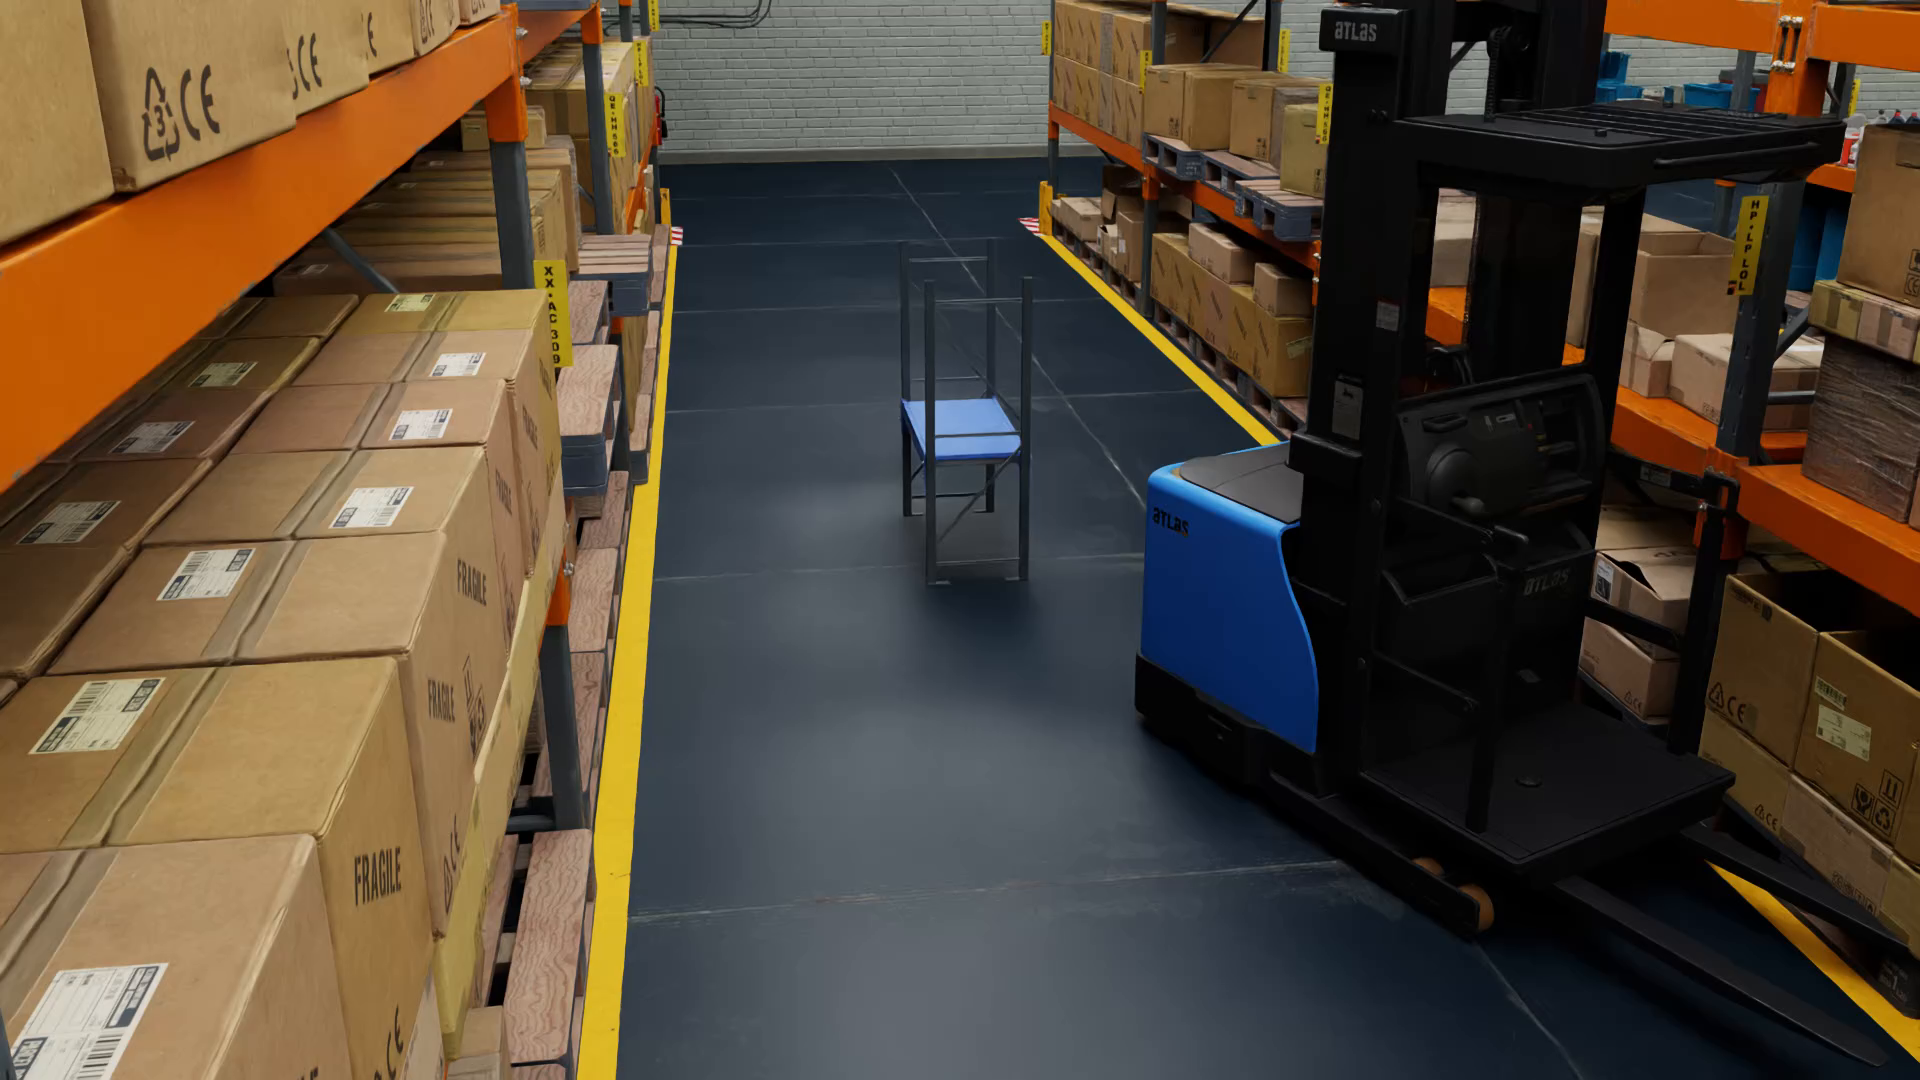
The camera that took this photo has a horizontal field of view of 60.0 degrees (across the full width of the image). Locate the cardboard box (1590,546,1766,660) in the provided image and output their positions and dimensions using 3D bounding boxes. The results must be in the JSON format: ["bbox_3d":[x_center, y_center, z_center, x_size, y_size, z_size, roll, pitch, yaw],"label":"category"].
[{"bbox_3d":[2.795,0.207,6.403,0.500,0.311,0.500,-3,21,-8],"label":"cardboard box"}]

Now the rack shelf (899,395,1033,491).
[{"bbox_3d":[0.012,-0.505,8.438,0.538,0.185,1.000,-3,21,-8],"label":"rack shelf"}]

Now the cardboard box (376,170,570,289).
[{"bbox_3d":[-2.062,-1.290,7.111,0.700,0.500,0.500,-3,21,-8],"label":"cardboard box"}]

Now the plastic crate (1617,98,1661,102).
[{"bbox_3d":[6.338,-4.006,15.447,0.293,0.136,0.466,-3,21,-8],"label":"plastic crate"}]

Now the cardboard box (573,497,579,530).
[{"bbox_3d":[-2.226,-0.234,7.999,0.700,0.500,0.500,-3,21,-8],"label":"cardboard box"}]

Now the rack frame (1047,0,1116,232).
[{"bbox_3d":[1.407,-4.651,16.881,1.000,3.000,0.127,-3,21,-8],"label":"rack frame"}]

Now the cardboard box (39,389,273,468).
[{"bbox_3d":[-1.766,-0.010,3.569,0.500,0.500,0.500,-2,21,-6],"label":"cardboard box"}]

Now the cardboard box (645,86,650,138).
[{"bbox_3d":[-3.194,-3.848,14.303,0.980,0.700,0.700,-4,21,-10],"label":"cardboard box"}]

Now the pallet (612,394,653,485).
[{"bbox_3d":[-2.380,-0.600,10.021,1.003,0.211,1.213,-3,21,-8],"label":"pallet"}]

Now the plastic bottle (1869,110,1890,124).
[{"bbox_3d":[7.200,-3.182,13.019,0.144,0.351,0.185,-3,21,-8],"label":"plastic bottle"}]

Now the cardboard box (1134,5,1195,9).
[{"bbox_3d":[1.897,-4.671,15.364,0.500,0.500,0.500,-2,21,-6],"label":"cardboard box"}]

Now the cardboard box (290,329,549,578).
[{"bbox_3d":[-1.313,-0.214,4.117,0.500,0.500,0.500,-3,21,-8],"label":"cardboard box"}]

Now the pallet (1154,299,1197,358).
[{"bbox_3d":[2.139,-1.680,12.911,1.003,0.211,1.213,-3,21,-8],"label":"pallet"}]

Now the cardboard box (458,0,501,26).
[{"bbox_3d":[-1.447,-1.543,4.101,0.500,0.500,0.500,-2,21,-6],"label":"cardboard box"}]

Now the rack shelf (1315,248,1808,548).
[{"bbox_3d":[2.849,-0.851,7.736,1.077,0.370,4.000,-3,21,-8],"label":"rack shelf"}]

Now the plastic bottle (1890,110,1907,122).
[{"bbox_3d":[7.342,-3.189,13.039,0.144,0.351,0.185,-3,21,-8],"label":"plastic bottle"}]

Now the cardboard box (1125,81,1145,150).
[{"bbox_3d":[1.658,-3.473,13.584,0.500,0.500,0.500,-3,21,-7],"label":"cardboard box"}]

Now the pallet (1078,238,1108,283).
[{"bbox_3d":[1.707,-2.620,15.431,1.003,0.211,1.213,-3,21,-8],"label":"pallet"}]

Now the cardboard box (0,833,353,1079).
[{"bbox_3d":[-0.959,0.669,1.751,0.500,0.500,0.500,-3,21,-8],"label":"cardboard box"}]

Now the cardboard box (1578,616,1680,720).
[{"bbox_3d":[2.790,0.467,6.509,0.500,0.250,0.500,-3,21,-8],"label":"cardboard box"}]

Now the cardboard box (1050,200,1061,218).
[{"bbox_3d":[1.128,-3.359,16.868,0.380,0.149,0.250,-3,21,-8],"label":"cardboard box"}]

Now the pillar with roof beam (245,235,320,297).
[{"bbox_3d":[1.251,-4.163,7.002,9.100,9.000,0.400,-3,21,-8],"label":"pillar with roof beam"}]

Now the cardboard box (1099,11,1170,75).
[{"bbox_3d":[1.506,-4.295,14.356,0.500,0.500,0.500,-3,21,-7],"label":"cardboard box"}]

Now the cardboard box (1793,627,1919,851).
[{"bbox_3d":[2.974,0.593,5.098,0.500,0.500,0.500,-3,21,-8],"label":"cardboard box"}]

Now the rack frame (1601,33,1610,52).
[{"bbox_3d":[6.309,-4.899,17.546,1.000,3.000,0.127,-3,21,-8],"label":"rack frame"}]

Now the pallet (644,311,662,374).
[{"bbox_3d":[-2.732,-1.445,12.283,1.003,0.211,1.213,-3,21,-8],"label":"pallet"}]

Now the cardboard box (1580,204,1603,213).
[{"bbox_3d":[2.819,-1.347,7.894,0.500,0.500,0.500,-4,21,-11],"label":"cardboard box"}]

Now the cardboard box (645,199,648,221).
[{"bbox_3d":[-2.793,-2.736,13.800,0.380,0.149,0.250,-2,21,-6],"label":"cardboard box"}]

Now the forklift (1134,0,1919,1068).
[{"bbox_3d":[1.904,-0.292,5.308,1.130,2.935,3.031,-12,24,-29],"label":"forklift"}]

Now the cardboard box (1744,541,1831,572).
[{"bbox_3d":[3.324,0.177,6.483,0.500,0.311,0.500,-3,21,-8],"label":"cardboard box"}]

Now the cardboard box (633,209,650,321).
[{"bbox_3d":[-2.695,-1.986,12.218,0.750,0.750,0.750,-3,21,-7],"label":"cardboard box"}]

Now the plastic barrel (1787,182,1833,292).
[{"bbox_3d":[6.948,-2.539,13.625,0.600,0.901,0.708,-3,21,-8],"label":"plastic barrel"}]

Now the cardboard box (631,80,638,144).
[{"bbox_3d":[-2.602,-3.063,12.033,0.500,0.500,0.500,-3,21,-9],"label":"cardboard box"}]

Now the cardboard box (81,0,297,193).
[{"bbox_3d":[-1.031,-0.637,1.677,0.500,0.500,0.500,-2,21,-4],"label":"cardboard box"}]

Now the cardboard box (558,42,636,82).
[{"bbox_3d":[-2.597,-3.413,11.897,0.500,0.250,0.500,-2,21,-6],"label":"cardboard box"}]

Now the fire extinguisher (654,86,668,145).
[{"bbox_3d":[-3.059,-4.264,16.489,0.296,0.674,0.183,-3,21,-8],"label":"fire extinguisher"}]

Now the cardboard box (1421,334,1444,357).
[{"bbox_3d":[2.778,-1.088,10.285,0.500,0.500,0.500,-2,21,-5],"label":"cardboard box"}]

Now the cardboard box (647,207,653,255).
[{"bbox_3d":[-3.065,-2.656,14.513,0.700,0.500,0.500,-2,21,-6],"label":"cardboard box"}]

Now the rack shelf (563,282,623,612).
[{"bbox_3d":[-2.053,-0.600,7.064,1.077,0.370,4.000,-3,21,-8],"label":"rack shelf"}]

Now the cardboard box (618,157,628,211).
[{"bbox_3d":[-2.224,-2.188,9.691,0.500,0.500,0.500,-2,21,-6],"label":"cardboard box"}]

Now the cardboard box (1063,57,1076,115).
[{"bbox_3d":[1.290,-4.352,15.939,0.500,0.500,0.500,-3,21,-8],"label":"cardboard box"}]

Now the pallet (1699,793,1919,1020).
[{"bbox_3d":[3.210,1.088,5.501,1.003,0.211,1.213,-3,21,-8],"label":"pallet"}]

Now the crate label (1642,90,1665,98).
[{"bbox_3d":[6.698,-4.334,16.325,0.396,0.136,0.243,-3,21,-8],"label":"crate label"}]

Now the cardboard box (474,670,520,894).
[{"bbox_3d":[-1.171,0.485,3.315,0.500,0.250,0.500,-3,21,-7],"label":"cardboard box"}]

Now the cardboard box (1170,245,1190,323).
[{"bbox_3d":[1.900,-1.937,12.559,0.500,0.500,0.500,-3,21,-7],"label":"cardboard box"}]

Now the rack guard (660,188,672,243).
[{"bbox_3d":[-3.498,-3.237,16.668,1.175,0.500,0.348,-3,21,-8],"label":"rack guard"}]

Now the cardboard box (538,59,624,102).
[{"bbox_3d":[-2.385,-2.882,10.477,0.500,0.250,0.500,-3,21,-9],"label":"cardboard box"}]

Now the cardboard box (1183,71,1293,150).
[{"bbox_3d":[1.993,-3.099,11.983,0.700,0.500,0.500,0,20,1],"label":"cardboard box"}]

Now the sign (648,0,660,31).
[{"bbox_3d":[-2.955,-5.075,16.024,0.100,0.325,0.005,-3,21,-8],"label":"sign"}]

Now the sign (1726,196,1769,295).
[{"bbox_3d":[2.602,-0.970,5.485,0.100,0.325,0.005,-3,21,-8],"label":"sign"}]

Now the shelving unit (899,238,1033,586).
[{"bbox_3d":[0.012,-0.673,8.375,0.538,1.500,1.048,-3,21,-8],"label":"shelving unit"}]

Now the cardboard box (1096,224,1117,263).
[{"bbox_3d":[1.513,-2.655,14.751,0.500,0.311,0.500,-3,21,-8],"label":"cardboard box"}]

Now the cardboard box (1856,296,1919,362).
[{"bbox_3d":[3.021,-0.657,5.118,0.380,0.149,0.250,-3,21,-7],"label":"cardboard box"}]

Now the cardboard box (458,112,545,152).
[{"bbox_3d":[-2.200,-1.958,7.972,0.380,0.149,0.250,-6,21,-17],"label":"cardboard box"}]
